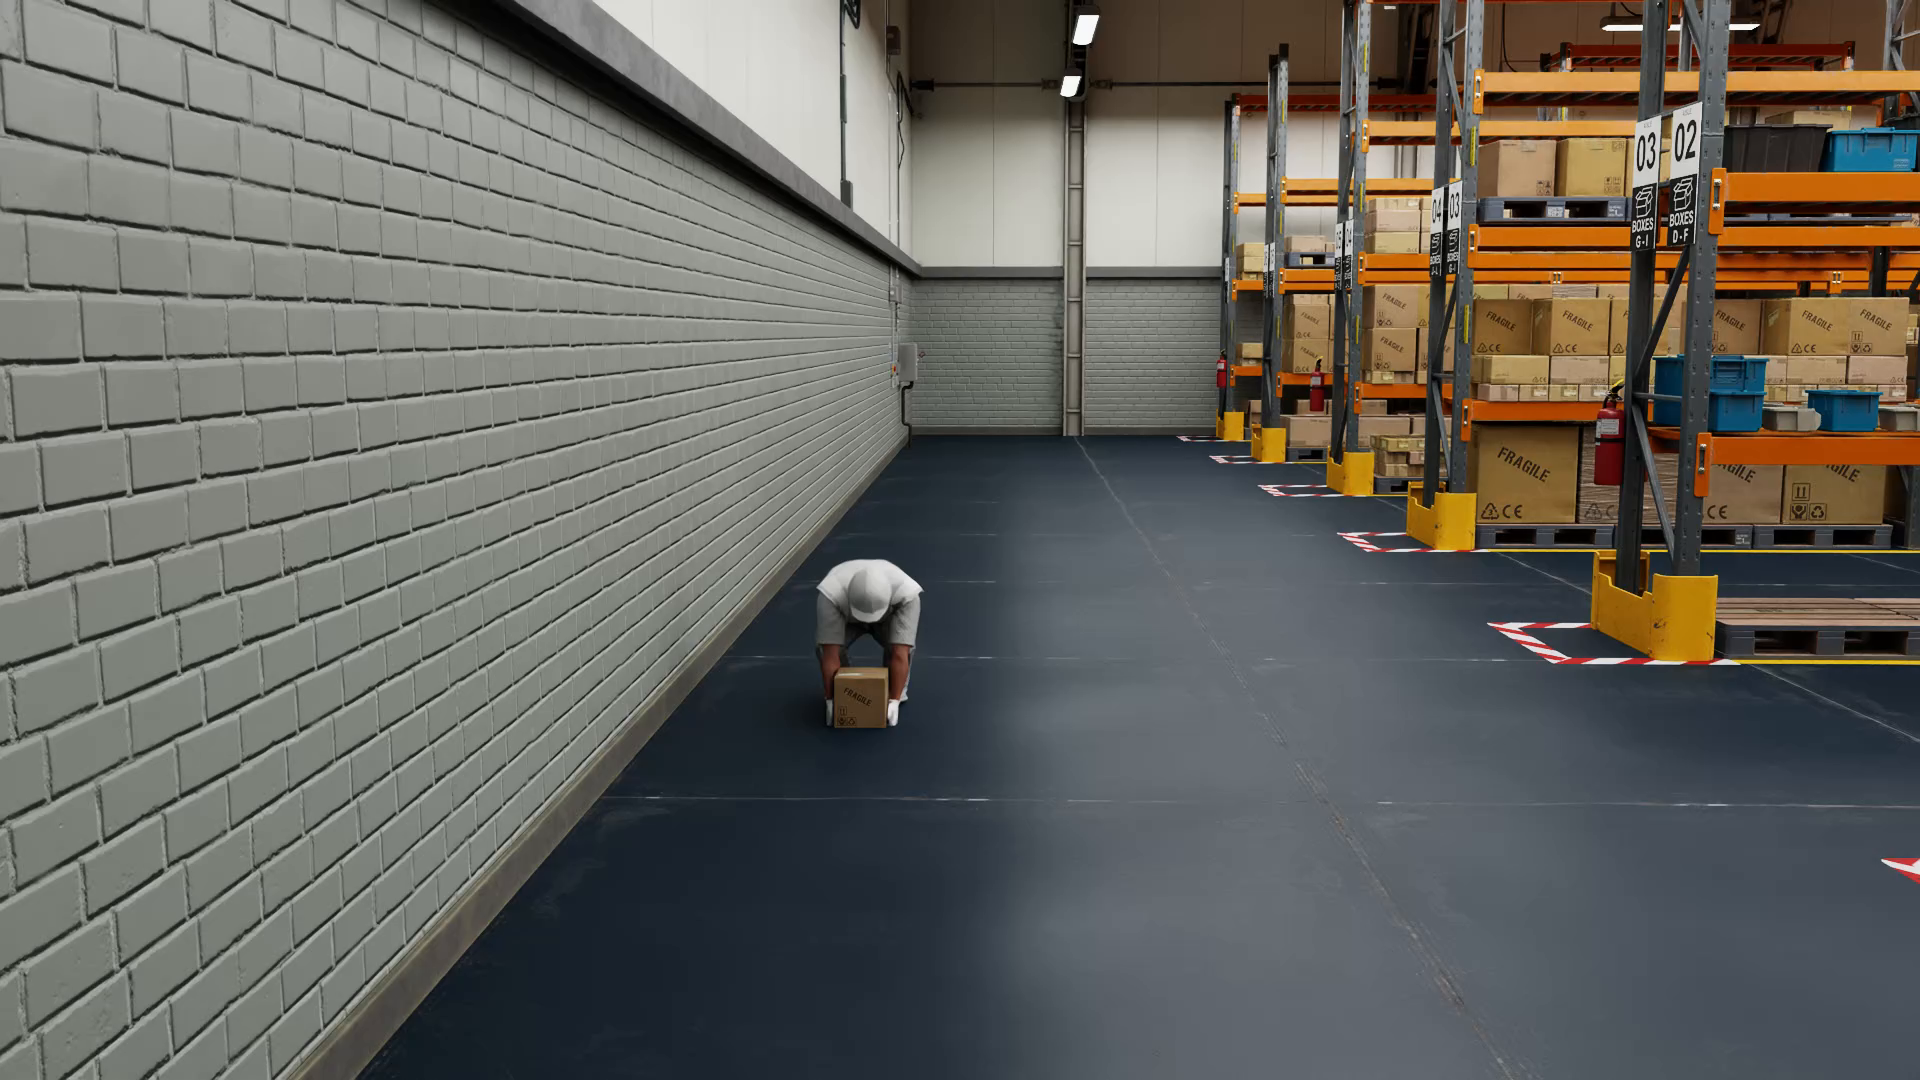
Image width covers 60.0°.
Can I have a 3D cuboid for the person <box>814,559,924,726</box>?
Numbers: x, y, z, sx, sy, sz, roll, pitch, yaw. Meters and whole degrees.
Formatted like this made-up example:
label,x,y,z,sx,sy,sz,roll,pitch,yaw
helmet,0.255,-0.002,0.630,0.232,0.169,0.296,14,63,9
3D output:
label,x,y,z,sx,sy,sz,roll,pitch,yaw
person,-0.463,0.500,8.452,0.564,0.833,0.962,0,7,0
